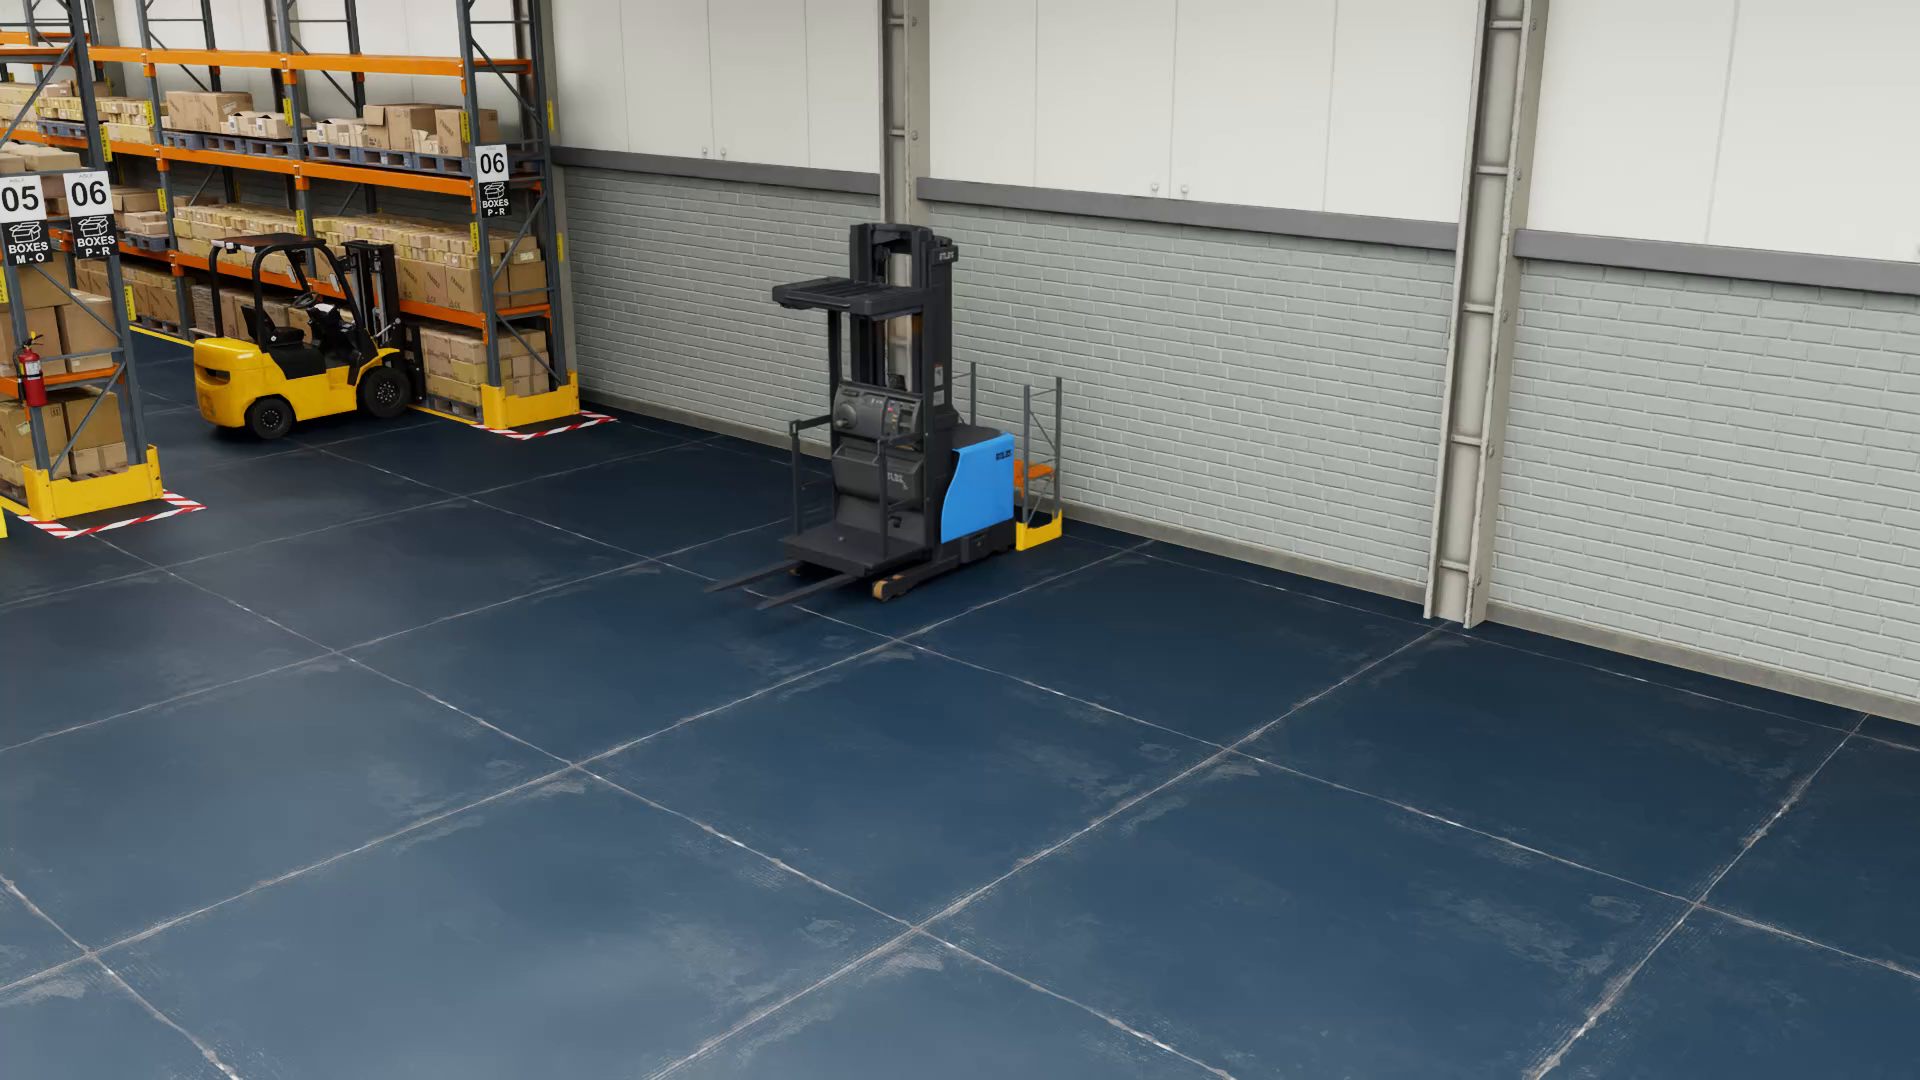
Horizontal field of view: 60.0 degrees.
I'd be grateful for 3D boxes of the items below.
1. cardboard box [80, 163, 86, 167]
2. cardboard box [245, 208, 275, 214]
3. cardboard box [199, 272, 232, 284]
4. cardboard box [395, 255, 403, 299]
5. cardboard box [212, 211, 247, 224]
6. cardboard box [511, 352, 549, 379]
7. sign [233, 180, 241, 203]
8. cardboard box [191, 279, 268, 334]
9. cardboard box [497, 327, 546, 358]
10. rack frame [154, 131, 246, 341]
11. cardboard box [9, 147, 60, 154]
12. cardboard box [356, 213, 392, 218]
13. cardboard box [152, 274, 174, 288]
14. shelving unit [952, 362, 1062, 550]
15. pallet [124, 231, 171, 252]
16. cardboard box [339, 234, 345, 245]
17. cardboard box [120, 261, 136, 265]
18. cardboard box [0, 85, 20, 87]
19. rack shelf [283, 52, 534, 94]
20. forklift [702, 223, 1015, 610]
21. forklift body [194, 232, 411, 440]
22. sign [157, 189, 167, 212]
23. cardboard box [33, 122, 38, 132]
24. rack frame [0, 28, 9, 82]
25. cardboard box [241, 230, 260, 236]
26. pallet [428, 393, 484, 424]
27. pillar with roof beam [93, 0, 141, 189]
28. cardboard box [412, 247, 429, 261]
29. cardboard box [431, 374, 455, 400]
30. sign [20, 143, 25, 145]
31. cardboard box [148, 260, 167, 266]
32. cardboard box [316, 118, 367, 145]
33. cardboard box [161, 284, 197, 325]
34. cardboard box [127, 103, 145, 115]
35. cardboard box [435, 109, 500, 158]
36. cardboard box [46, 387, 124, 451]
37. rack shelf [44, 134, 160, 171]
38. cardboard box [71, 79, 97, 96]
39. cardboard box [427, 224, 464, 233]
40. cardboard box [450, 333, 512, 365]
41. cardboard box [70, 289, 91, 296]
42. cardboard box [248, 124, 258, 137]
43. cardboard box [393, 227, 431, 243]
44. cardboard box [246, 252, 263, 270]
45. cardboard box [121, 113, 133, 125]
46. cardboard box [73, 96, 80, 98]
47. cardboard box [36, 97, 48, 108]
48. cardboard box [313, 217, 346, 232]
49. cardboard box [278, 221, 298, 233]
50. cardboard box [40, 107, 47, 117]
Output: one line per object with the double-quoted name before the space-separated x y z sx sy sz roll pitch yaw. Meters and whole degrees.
"cardboard box" -15.011 -6.069 27.931 0.500 0.500 0.500 14 23 38
"cardboard box" -9.908 -4.620 23.610 0.250 0.149 0.380 15 23 39
"cardboard box" -11.265 -3.972 25.173 0.250 0.149 0.380 17 24 42
"cardboard box" -6.790 -3.267 20.421 0.500 0.500 0.500 15 23 40
"cardboard box" -10.218 -4.513 23.273 0.250 0.149 0.380 15 23 40
"cardboard box" -5.312 -2.142 20.065 0.500 0.250 0.500 16 23 40
"sign" -10.716 -5.157 24.627 0.005 0.325 0.100 15 23 39
"cardboard box" -10.625 -3.419 24.295 0.625 0.625 0.875 16 24 41
"cardboard box" -5.332 -2.378 19.983 0.500 0.250 0.500 15 23 38
"rack frame" -11.082 -4.479 24.404 0.127 3.000 1.000 15 23 39
"cardboard box" -9.004 -3.735 16.198 0.250 0.149 0.380 15 23 39
"cardboard box" -7.651 -4.179 21.729 0.250 0.149 0.380 15 23 39
"cardboard box" -11.844 -3.886 24.903 0.250 0.149 0.380 14 22 36
"shelving unit" 0.348 -0.795 15.275 1.083 1.500 0.587 15 23 39
"pallet" -11.636 -4.508 24.812 1.003 0.211 1.213 15 23 39
"cardboard box" -7.618 -3.811 21.063 0.250 0.149 0.380 15 23 39
"cardboard box" -13.148 -4.270 26.112 0.250 0.149 0.380 15 23 39
"cardboard box" -15.760 -7.373 27.495 0.500 0.250 0.500 16 24 41
"rack shelf" -6.595 -5.600 19.870 4.000 0.370 1.077 15 23 39
"forklift" -0.832 -1.067 13.767 1.130 2.935 3.031 14 22 38
"forklift body" -7.728 -2.436 19.370 1.214 2.155 2.313 15 23 39
"sign" -11.435 -4.868 23.848 0.005 0.325 0.100 15 23 39
"cardboard box" -14.539 -6.597 26.536 0.250 0.149 0.380 15 23 39
"rack frame" -17.066 -8.945 28.558 0.127 3.000 1.000 15 23 39
"cardboard box" -9.395 -4.089 22.597 0.500 0.250 0.500 16 23 40
"pallet" -5.698 -1.688 20.219 1.213 0.211 1.003 15 23 39
"pillar with roof beam" -16.854 -7.511 24.041 0.400 9.000 9.100 15 23 39
"cardboard box" -6.317 -3.442 19.898 0.250 0.149 0.380 14 22 38
"cardboard box" -6.025 -1.887 20.089 0.500 0.250 0.500 15 23 39
"sign" -16.682 -6.909 29.626 0.005 0.325 0.100 15 23 39
"cardboard box" -12.611 -4.341 26.335 0.250 0.149 0.380 15 23 40
"cardboard box" -7.630 -5.089 20.655 0.500 0.311 0.500 16 23 40
"cardboard box" -11.541 -3.524 24.833 0.500 0.500 0.500 16 24 41
"cardboard box" -11.895 -6.290 24.248 0.250 0.149 0.380 14 22 37
"cardboard box" -5.591 -4.632 18.902 0.500 0.500 0.500 16 24 41
"cardboard box" -8.829 -1.225 16.763 0.500 0.500 0.500 14 22 37
"rack shelf" -12.578 -5.967 25.325 4.000 0.370 1.077 15 23 39
"cardboard box" -13.800 -7.133 26.188 0.258 0.266 0.396 15 23 38
"cardboard box" -6.346 -3.804 20.548 0.250 0.149 0.380 15 23 40
"cardboard box" -5.650 -2.261 19.613 0.500 0.250 0.500 16 24 41
"cardboard box" -8.950 -2.199 16.565 0.500 0.500 0.500 16 24 41
"cardboard box" -9.114 -5.386 21.858 0.250 0.149 0.380 15 23 39
"cardboard box" -6.658 -3.702 20.227 0.250 0.149 0.380 15 23 40
"cardboard box" -9.372 -3.853 22.679 0.500 0.250 0.500 15 23 40
"cardboard box" -12.082 -6.199 24.454 0.250 0.149 0.380 15 23 39
"cardboard box" -13.772 -6.948 26.289 0.250 0.149 0.380 15 23 39
"cardboard box" -14.142 -6.822 25.894 0.250 0.149 0.380 16 24 41
"cardboard box" -8.049 -4.043 21.302 0.250 0.149 0.380 16 23 40
"cardboard box" -8.846 -4.160 22.161 0.250 0.149 0.380 15 23 39
"cardboard box" -14.114 -6.690 25.968 0.250 0.149 0.380 15 23 40
